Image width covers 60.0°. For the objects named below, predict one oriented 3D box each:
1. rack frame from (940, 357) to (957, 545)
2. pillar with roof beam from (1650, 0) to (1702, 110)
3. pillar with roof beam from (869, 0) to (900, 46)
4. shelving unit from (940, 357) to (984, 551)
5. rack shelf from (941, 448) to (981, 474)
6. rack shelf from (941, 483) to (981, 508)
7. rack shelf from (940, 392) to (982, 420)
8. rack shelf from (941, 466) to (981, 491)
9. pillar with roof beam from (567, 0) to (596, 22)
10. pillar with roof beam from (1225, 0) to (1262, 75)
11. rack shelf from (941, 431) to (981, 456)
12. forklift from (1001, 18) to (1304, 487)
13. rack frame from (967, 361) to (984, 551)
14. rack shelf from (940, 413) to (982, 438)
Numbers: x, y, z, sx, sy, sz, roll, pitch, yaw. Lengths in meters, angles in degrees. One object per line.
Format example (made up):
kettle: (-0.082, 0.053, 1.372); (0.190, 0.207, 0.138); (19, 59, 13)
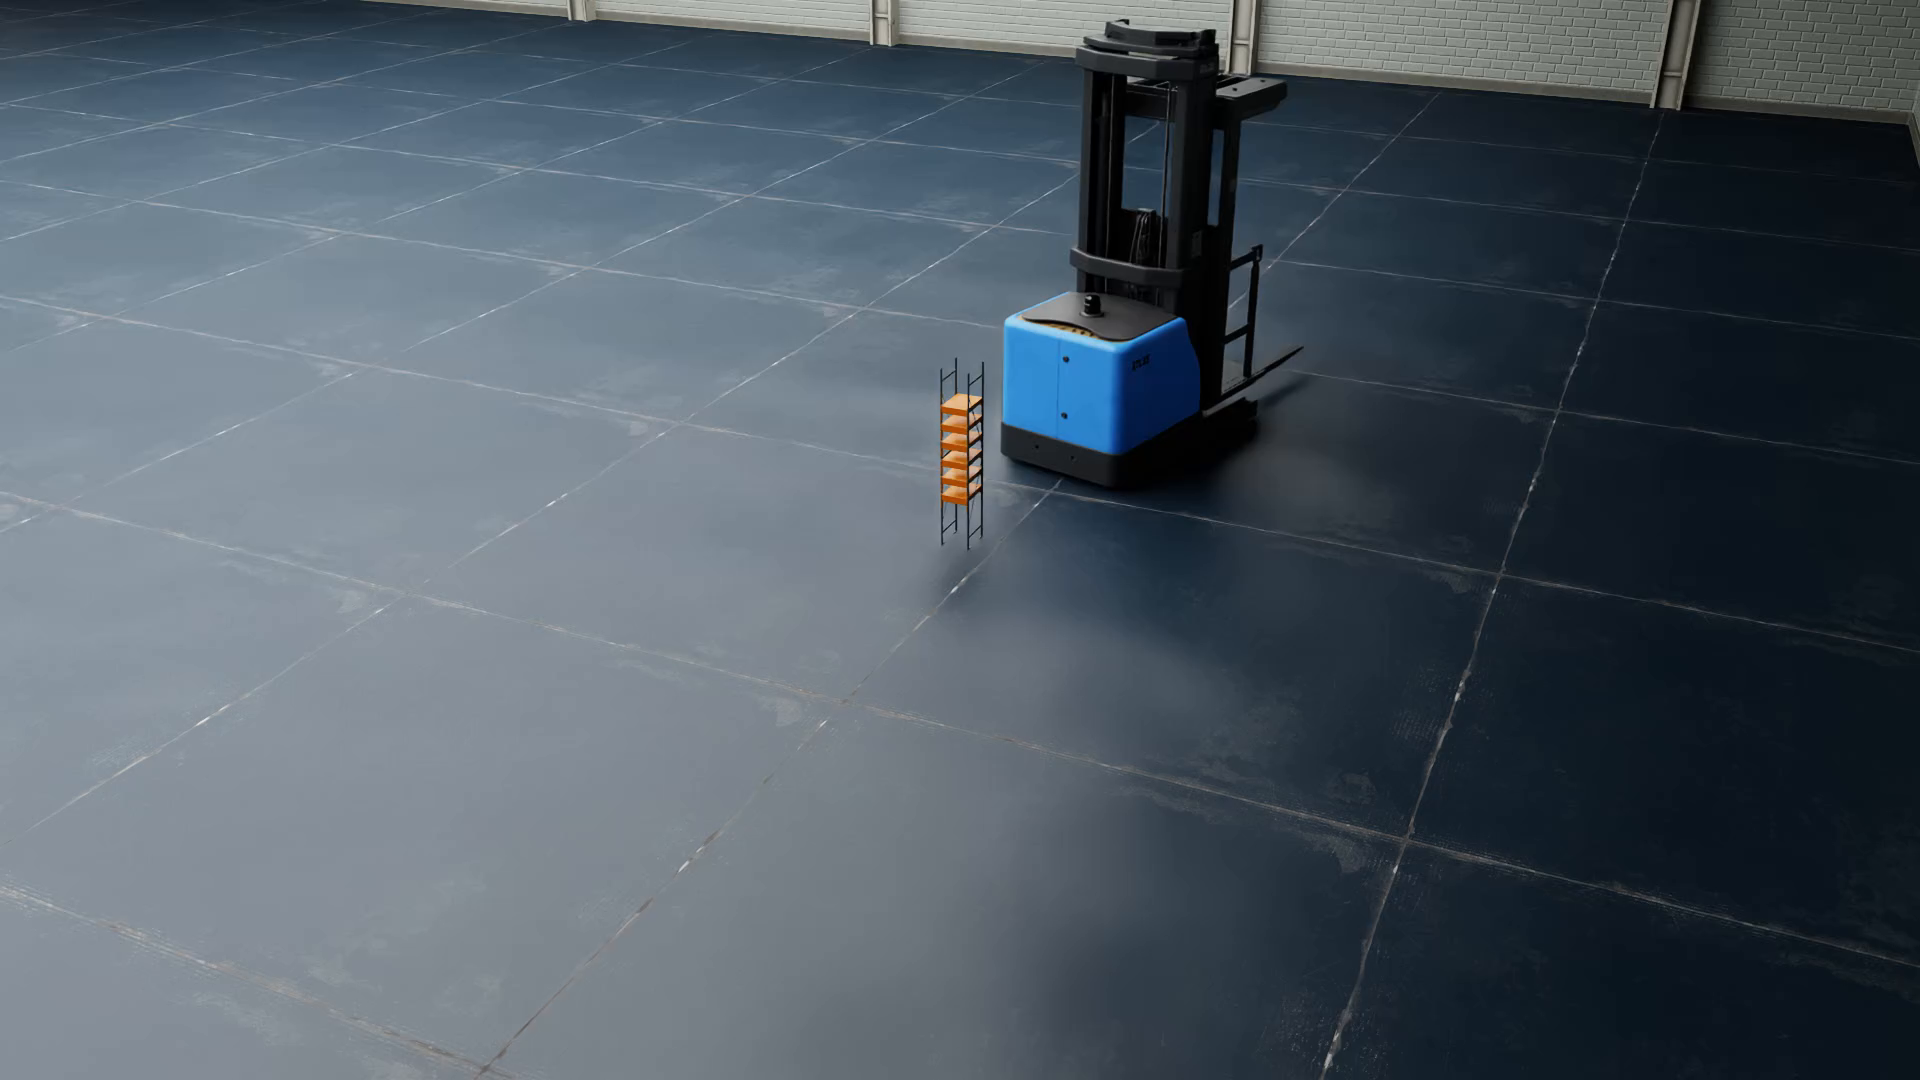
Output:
rack frame: (-0.070, -0.552, 10.514); (0.006, 1.200, 0.240); (11, 28, 22)
pillar with roof beam: (7.909, -8.253, 17.325); (0.400, 9.000, 9.100); (11, 28, 22)
pillar with roof beam: (-3.015, -10.447, 21.781); (0.400, 9.000, 9.100); (11, 28, 22)
shelving unit: (0.013, -0.536, 10.480); (0.189, 1.200, 0.258); (11, 28, 22)
rack shelf: (0.013, -0.496, 10.499); (0.180, 0.103, 0.258); (11, 28, 22)
rack shelf: (0.013, -0.280, 10.605); (0.180, 0.103, 0.258); (11, 28, 22)
rack shelf: (0.013, -0.819, 10.340); (0.180, 0.103, 0.258); (11, 28, 22)
rack shelf: (0.013, -0.388, 10.552); (0.180, 0.103, 0.258); (11, 28, 22)
pillar with roof beam: (-8.476, -11.544, 24.010); (0.400, 9.000, 9.100); (11, 28, 22)
pillar with roof beam: (2.447, -9.350, 19.553); (0.400, 9.000, 9.100); (11, 28, 22)
rack shelf: (0.013, -0.603, 10.446); (0.180, 0.103, 0.258); (11, 28, 22)
forklift: (1.591, -2.259, 12.019); (1.130, 2.935, 3.031); (19, 32, 33)
rack frame: (0.096, -0.519, 10.446); (0.006, 1.200, 0.240); (11, 28, 22)
rack shelf: (0.013, -0.711, 10.393); (0.180, 0.103, 0.258); (11, 28, 22)
